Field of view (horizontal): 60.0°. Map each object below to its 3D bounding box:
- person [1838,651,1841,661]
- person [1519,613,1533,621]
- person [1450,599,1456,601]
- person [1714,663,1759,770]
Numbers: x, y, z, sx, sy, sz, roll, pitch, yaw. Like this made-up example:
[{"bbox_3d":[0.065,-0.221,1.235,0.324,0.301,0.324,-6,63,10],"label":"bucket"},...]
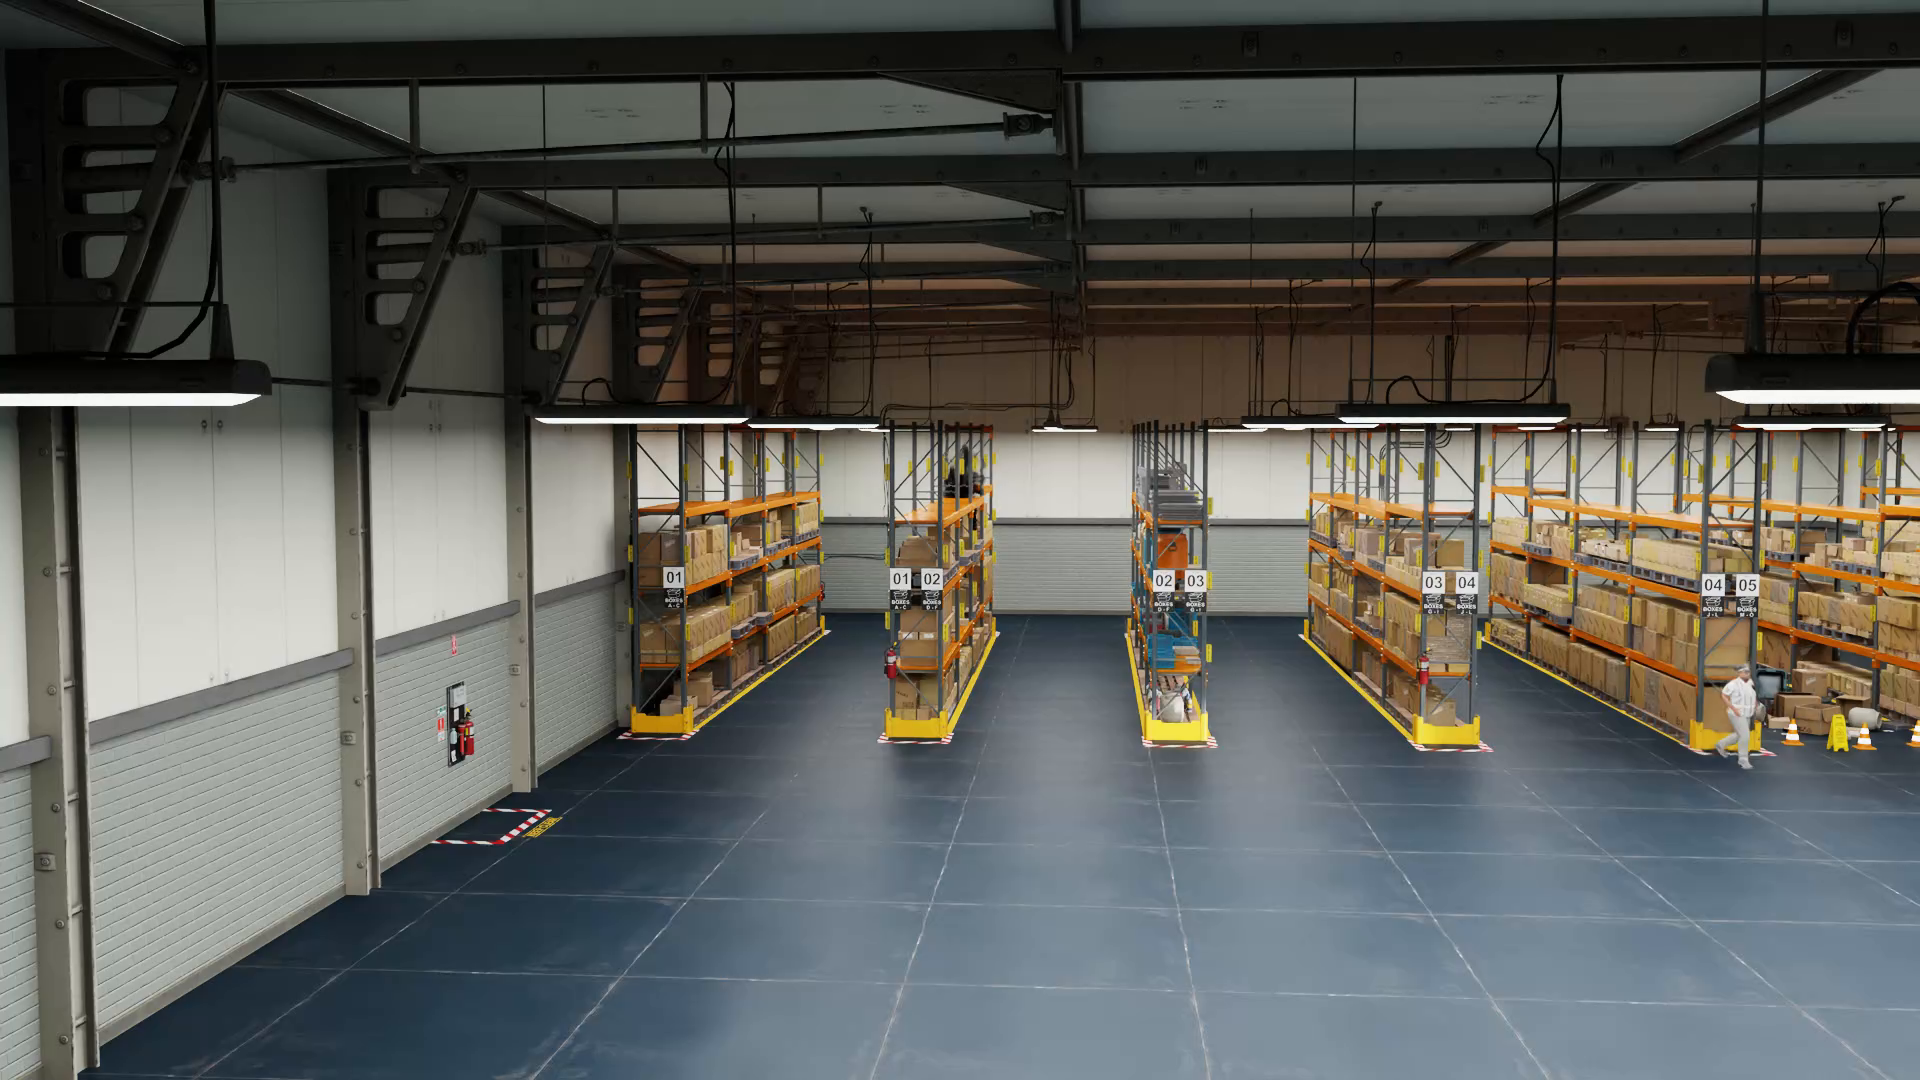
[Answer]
[{"bbox_3d":[21.617,2.262,40.995,0.682,1.749,0.687,0,4,6],"label":"person"},{"bbox_3d":[16.028,1.886,47.245,0.612,1.690,0.822,-3,5,-39],"label":"person"},{"bbox_3d":[13.356,1.988,45.869,0.703,1.706,0.617,3,5,40],"label":"person"},{"bbox_3d":[13.473,3.025,28.803,0.671,1.819,0.816,-2,4,-29],"label":"person"}]
